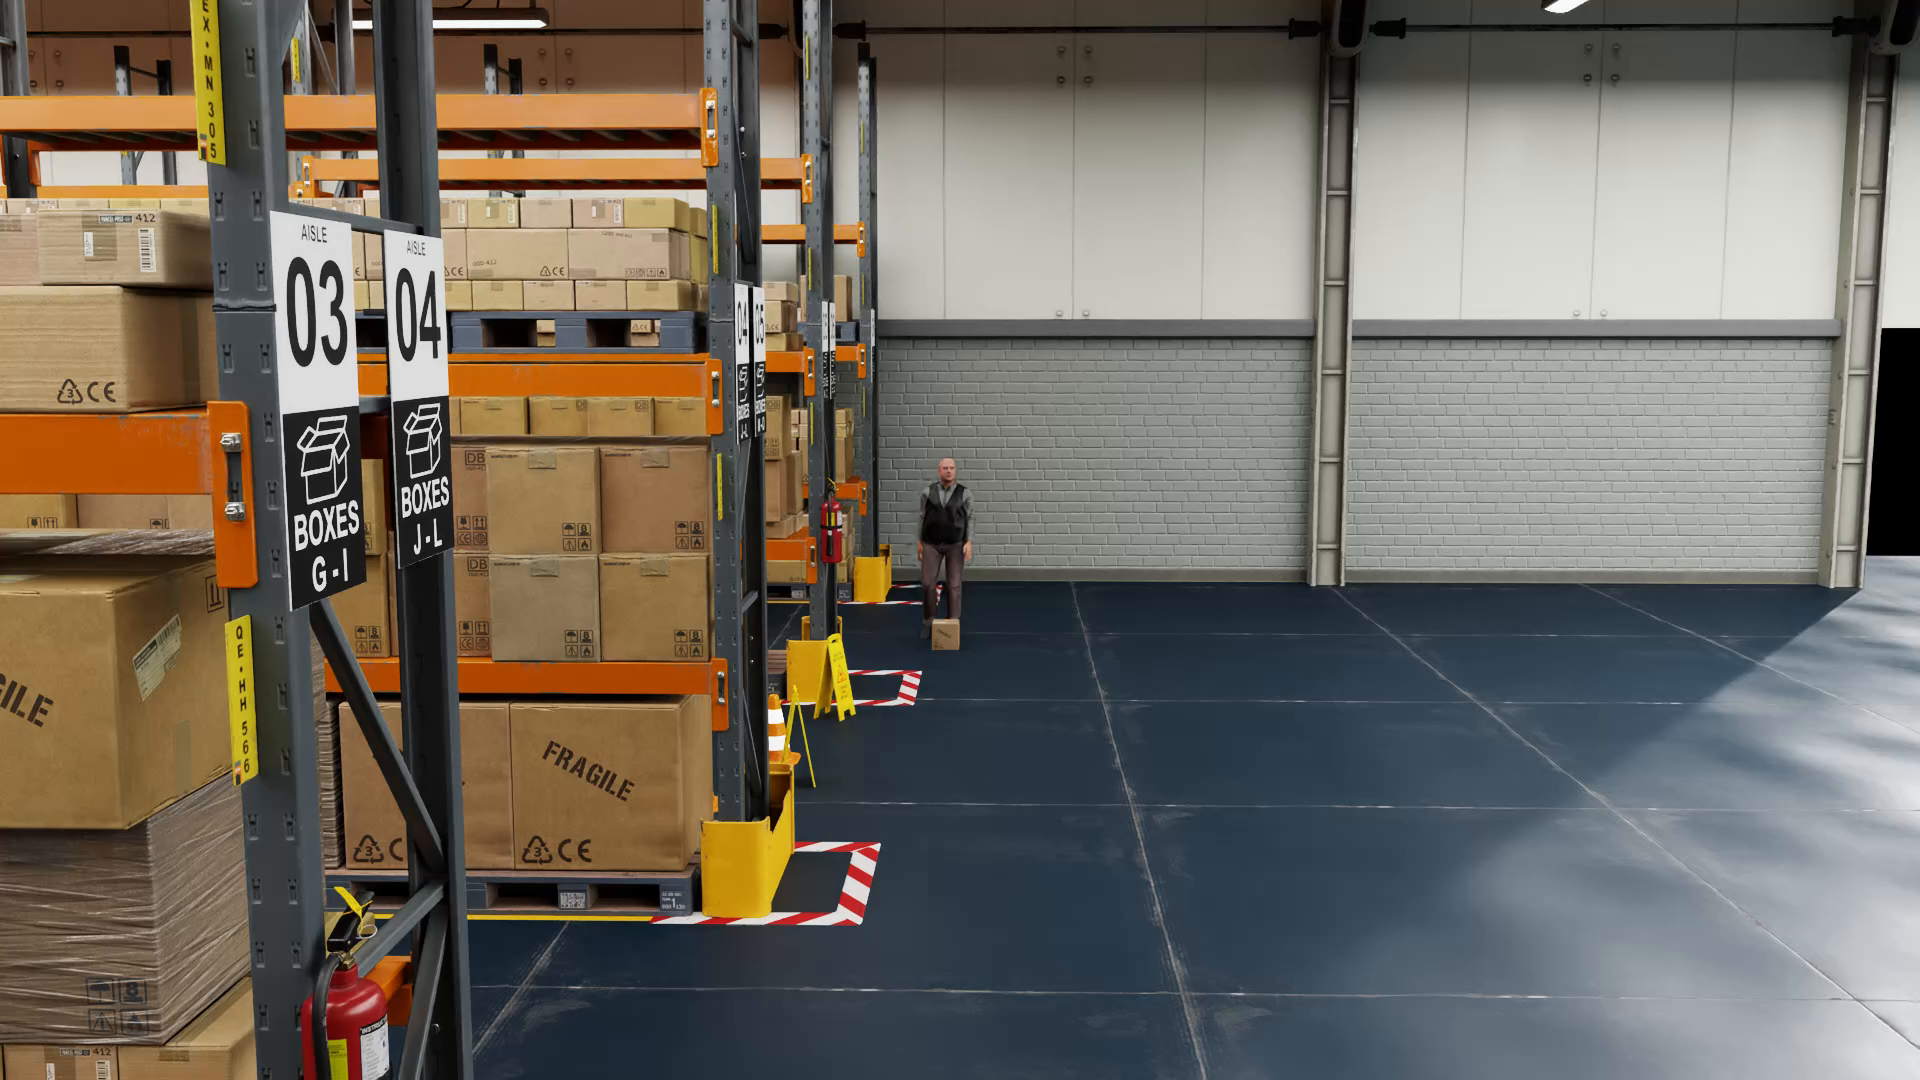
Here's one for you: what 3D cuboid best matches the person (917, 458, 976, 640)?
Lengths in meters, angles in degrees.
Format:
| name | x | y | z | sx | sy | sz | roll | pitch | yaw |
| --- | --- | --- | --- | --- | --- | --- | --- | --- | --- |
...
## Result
| name | x | y | z | sx | sy | sz | roll | pitch | yaw |
| --- | --- | --- | --- | --- | --- | --- | --- | --- | --- |
| person | -0.141 | 0.110 | 16.034 | 0.578 | 1.790 | 0.461 | 1 | 7 | 6 |
